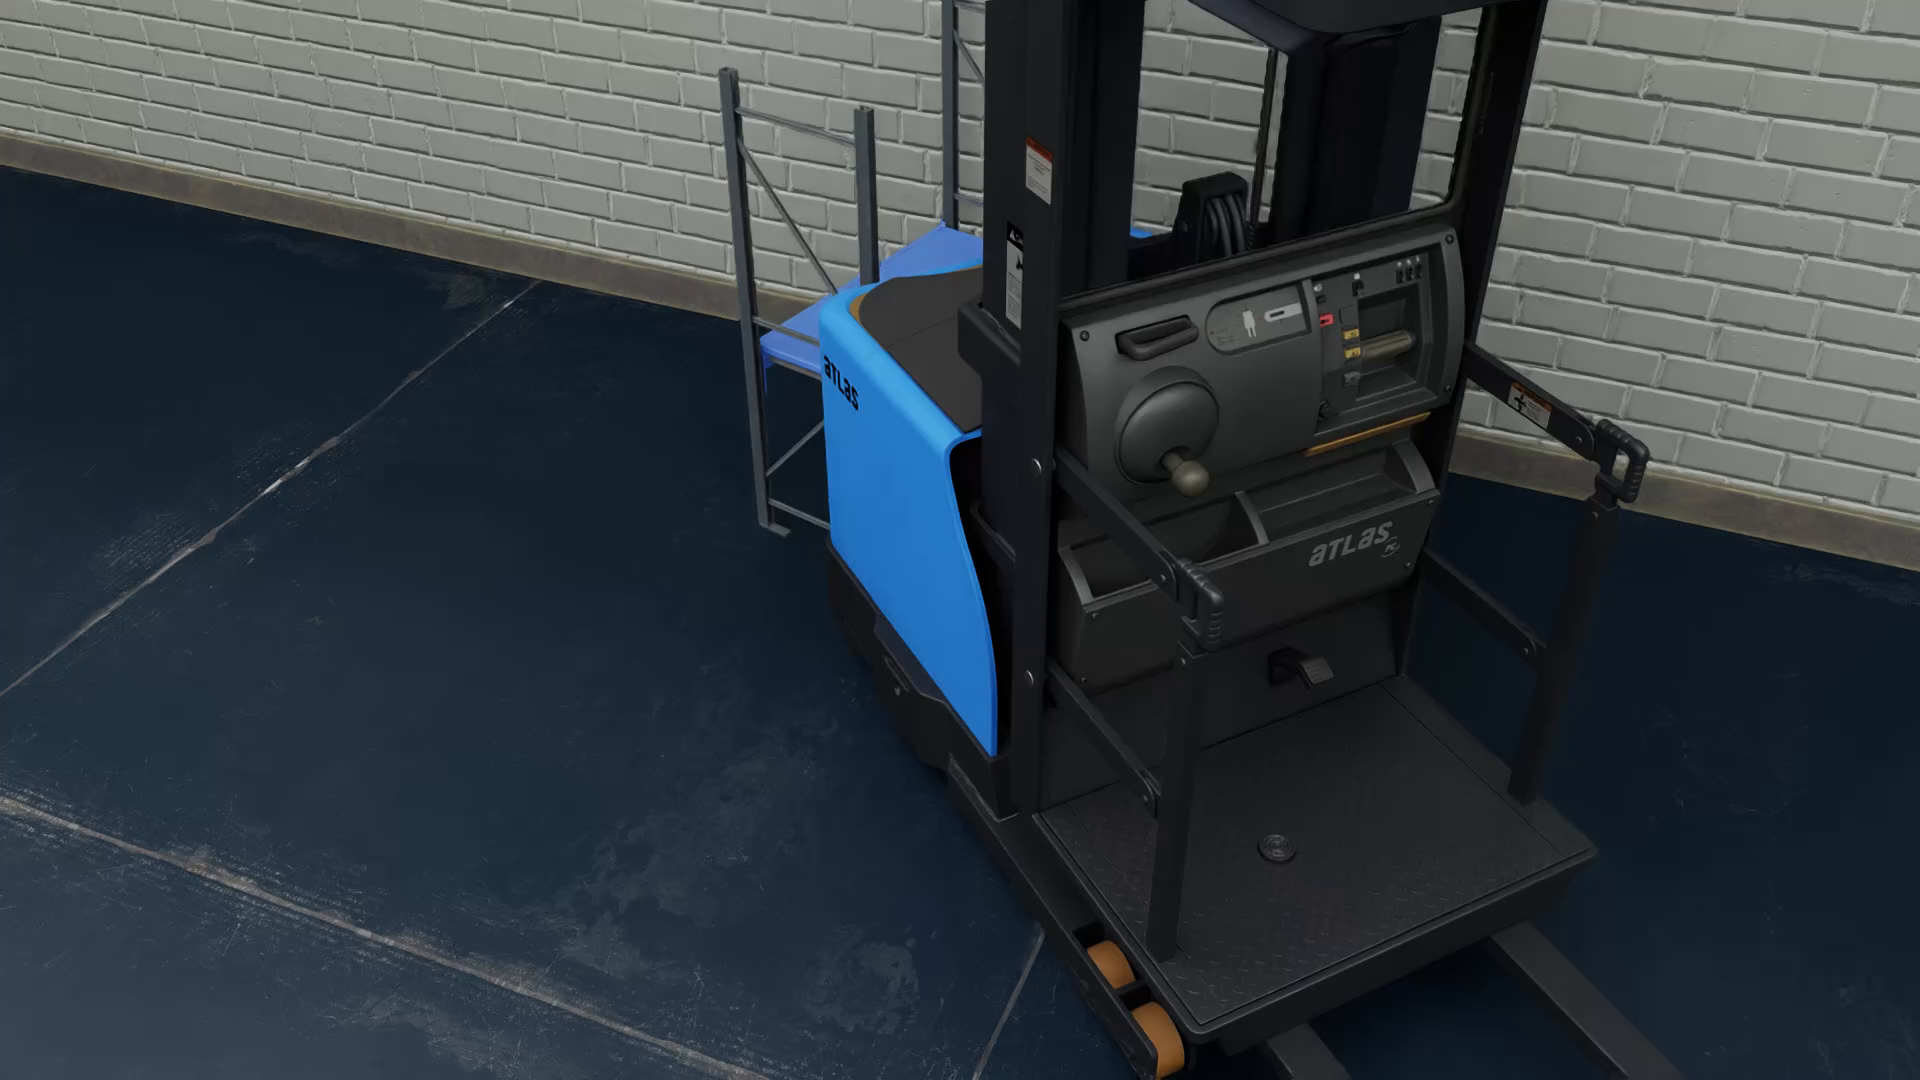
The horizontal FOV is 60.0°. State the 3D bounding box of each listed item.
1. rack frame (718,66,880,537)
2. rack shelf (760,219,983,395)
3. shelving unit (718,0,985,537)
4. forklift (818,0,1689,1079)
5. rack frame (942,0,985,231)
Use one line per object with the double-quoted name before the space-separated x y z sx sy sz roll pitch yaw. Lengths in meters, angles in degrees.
"rack frame" -0.430 -0.569 4.759 0.500 1.500 0.032 23 42 27
"rack shelf" -0.137 -0.674 5.199 0.538 0.185 1.000 23 42 27
"shelving unit" -0.137 -0.818 5.092 0.538 1.500 1.048 23 42 27
"forklift" 0.737 -0.296 3.198 1.130 2.935 3.031 -17 40 -21
"rack frame" 0.156 -1.067 5.425 0.500 1.500 0.032 23 42 27
